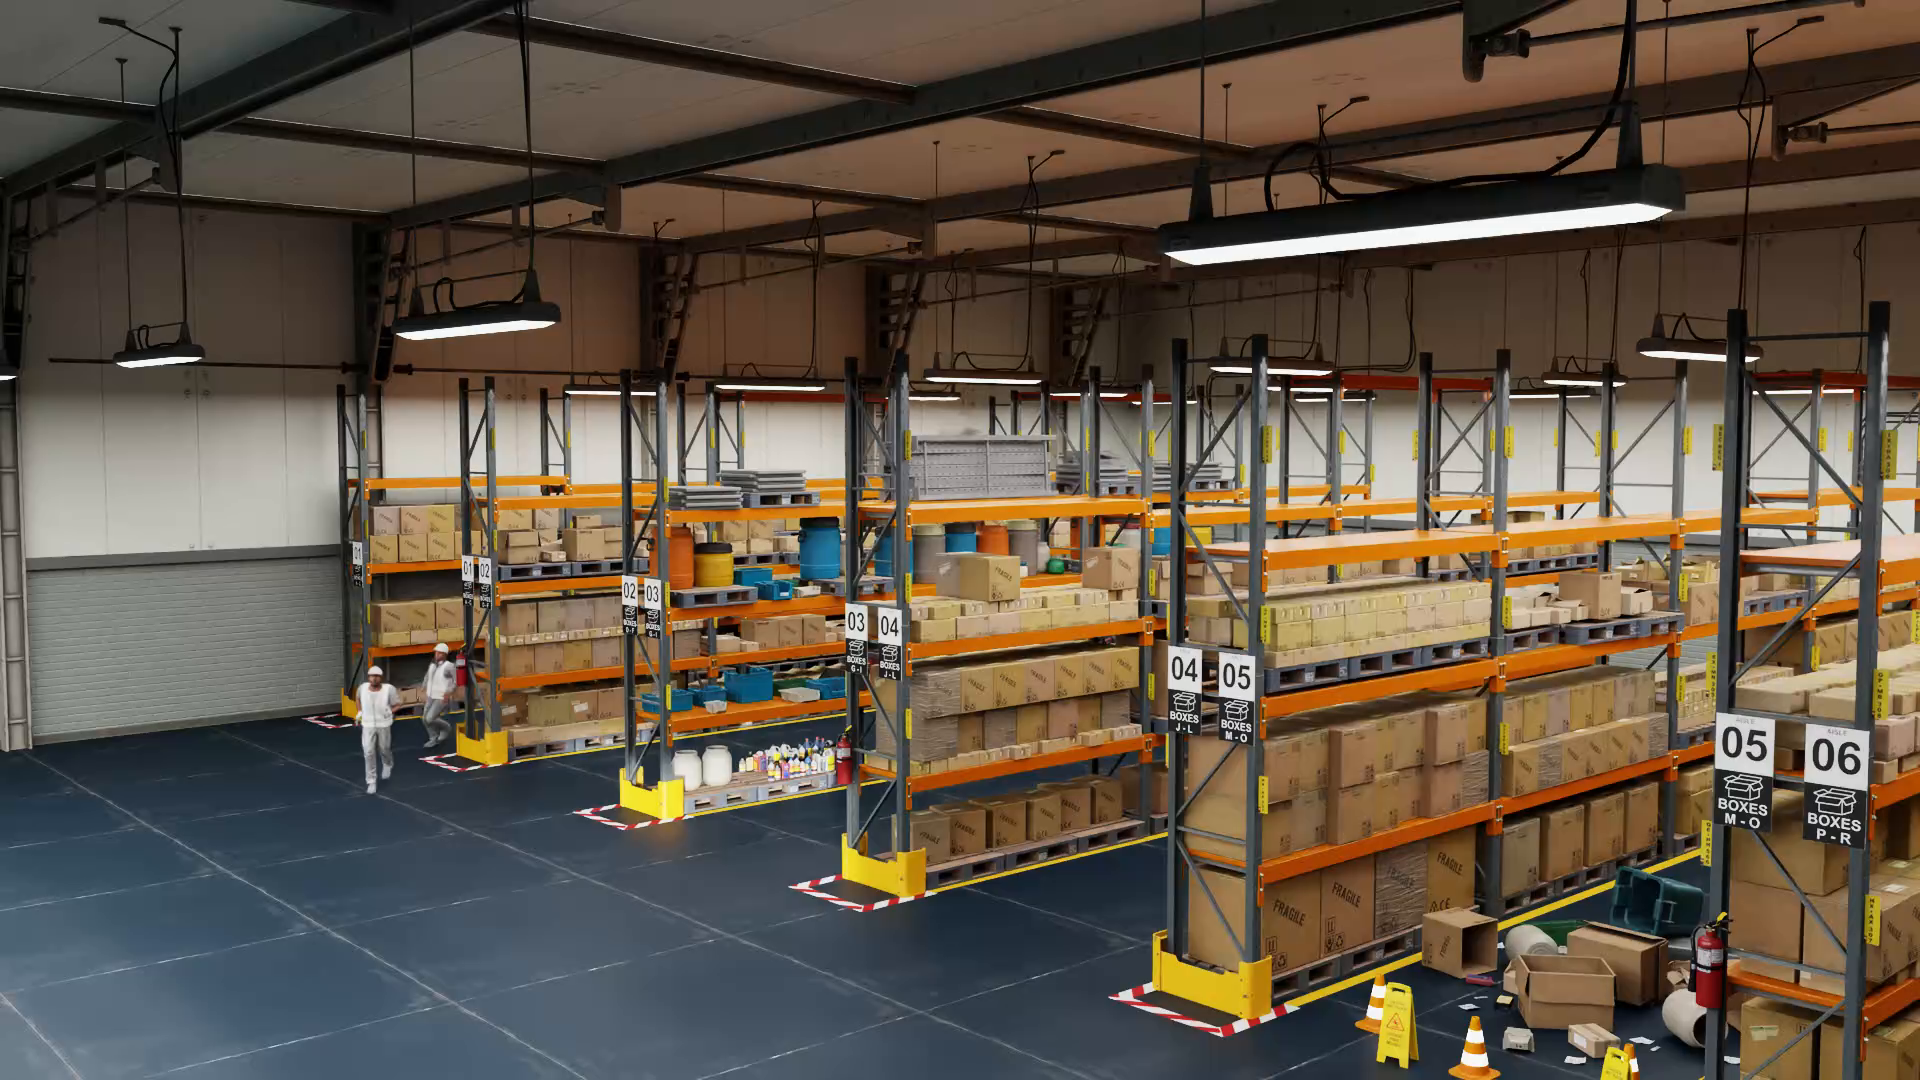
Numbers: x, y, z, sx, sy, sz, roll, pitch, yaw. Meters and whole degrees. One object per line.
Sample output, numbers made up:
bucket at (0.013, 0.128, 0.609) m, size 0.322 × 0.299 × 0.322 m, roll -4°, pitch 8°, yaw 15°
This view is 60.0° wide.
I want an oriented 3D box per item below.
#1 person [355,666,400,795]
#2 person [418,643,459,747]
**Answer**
person at (-8.419, 2.694, 24.058) m, size 0.638 × 1.788 × 0.993 m, roll -1°, pitch 4°, yaw -12°
person at (-8.501, 2.541, 27.106) m, size 0.705 × 1.724 × 0.524 m, roll 2°, pitch 4°, yaw 32°
